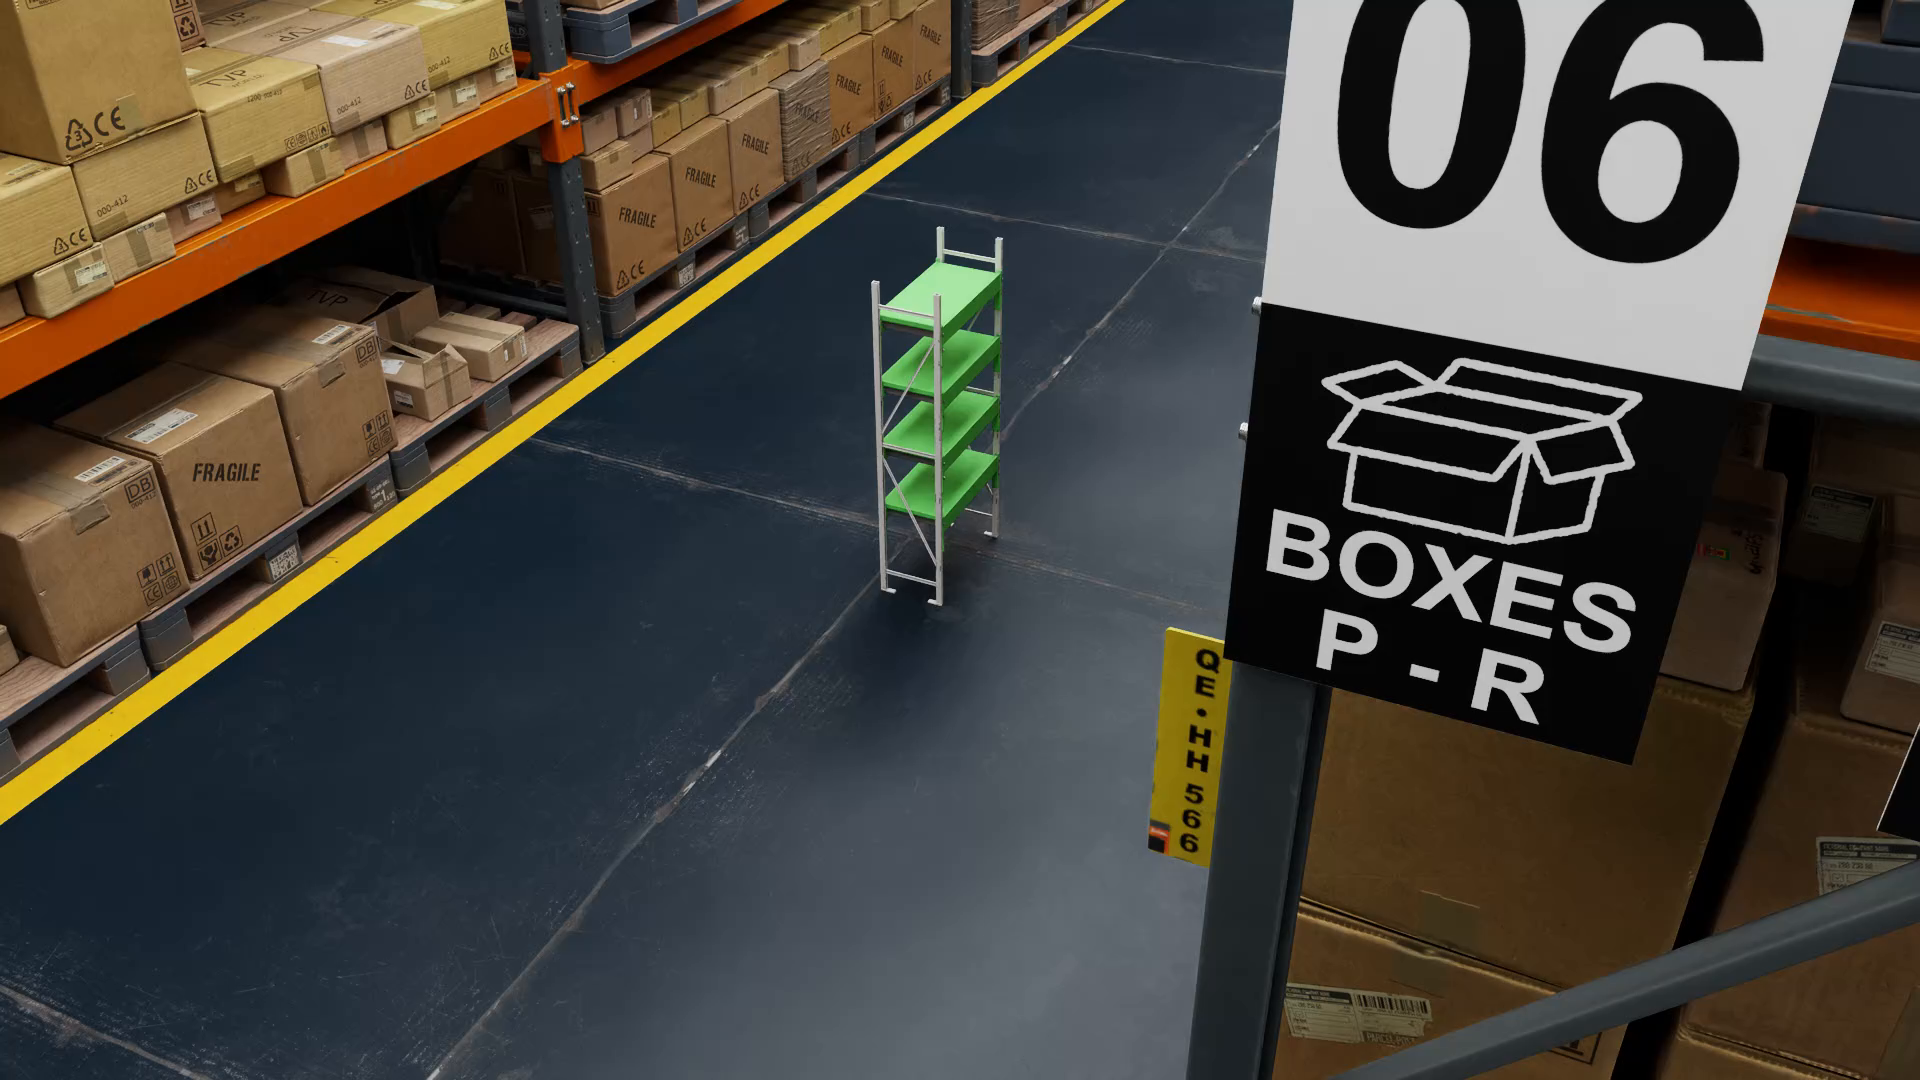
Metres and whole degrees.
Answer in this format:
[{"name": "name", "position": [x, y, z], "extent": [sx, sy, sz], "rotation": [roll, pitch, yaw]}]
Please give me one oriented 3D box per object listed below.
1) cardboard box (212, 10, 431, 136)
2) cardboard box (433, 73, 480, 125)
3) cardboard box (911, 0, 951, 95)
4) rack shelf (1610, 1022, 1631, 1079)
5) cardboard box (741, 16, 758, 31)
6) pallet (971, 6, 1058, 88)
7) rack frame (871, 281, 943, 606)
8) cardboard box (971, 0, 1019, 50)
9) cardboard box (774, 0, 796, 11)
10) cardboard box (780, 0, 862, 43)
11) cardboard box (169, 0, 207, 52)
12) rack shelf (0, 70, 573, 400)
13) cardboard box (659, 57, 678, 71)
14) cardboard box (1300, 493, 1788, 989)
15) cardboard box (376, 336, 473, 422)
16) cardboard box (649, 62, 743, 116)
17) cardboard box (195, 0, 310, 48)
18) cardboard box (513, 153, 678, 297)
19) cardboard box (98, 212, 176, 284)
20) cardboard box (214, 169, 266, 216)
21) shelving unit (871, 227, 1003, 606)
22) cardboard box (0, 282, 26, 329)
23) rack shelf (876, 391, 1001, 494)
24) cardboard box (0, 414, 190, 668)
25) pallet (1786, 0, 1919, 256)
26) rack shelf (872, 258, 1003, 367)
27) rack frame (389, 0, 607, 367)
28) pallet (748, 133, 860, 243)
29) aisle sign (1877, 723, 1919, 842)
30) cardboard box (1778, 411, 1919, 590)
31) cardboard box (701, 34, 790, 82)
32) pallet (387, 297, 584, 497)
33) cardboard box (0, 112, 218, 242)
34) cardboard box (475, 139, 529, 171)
[{"name": "cardboard box", "position": [-2.268, -1.671, 5.929], "extent": [0.500, 0.250, 0.500], "rotation": [14, 36, 21]}, {"name": "cardboard box", "position": [-2.073, -1.716, 6.360], "extent": [0.380, 0.149, 0.250], "rotation": [15, 36, 22]}, {"name": "cardboard box", "position": [-0.388, -3.035, 10.039], "extent": [0.500, 0.500, 0.500], "rotation": [15, 36, 22]}, {"name": "rack shelf", "position": [1.593, 0.262, 3.772], "extent": [1.077, 0.370, 4.000], "rotation": [14, 36, 20]}, {"name": "cardboard box", "position": [-1.338, -2.854, 9.172], "extent": [0.380, 0.149, 0.250], "rotation": [13, 36, 19]}, {"name": "pallet", "position": [-0.027, -3.399, 11.242], "extent": [1.003, 0.211, 1.213], "rotation": [14, 36, 20]}, {"name": "rack frame", "position": [-0.171, -0.298, 5.610], "extent": [0.240, 1.200, 0.015], "rotation": [14, 36, 20]}, {"name": "cardboard box", "position": [-0.133, -3.654, 10.870], "extent": [0.875, 0.625, 0.625], "rotation": [15, 36, 22]}, {"name": "cardboard box", "position": [-1.075, -3.109, 9.561], "extent": [0.380, 0.149, 0.250], "rotation": [15, 36, 21]}, {"name": "cardboard box", "position": [-0.771, -2.877, 9.207], "extent": [0.380, 0.149, 0.250], "rotation": [15, 36, 22]}, {"name": "cardboard box", "position": [-2.945, -1.867, 5.543], "extent": [0.500, 0.500, 0.500], "rotation": [13, 35, 19]}, {"name": "rack shelf", "position": [-2.917, -0.875, 5.505], "extent": [1.077, 0.370, 4.000], "rotation": [14, 36, 20]}, {"name": "cardboard box", "position": [-1.685, -2.478, 8.598], "extent": [0.380, 0.149, 0.250], "rotation": [15, 36, 21]}, {"name": "cardboard box", "position": [0.742, 0.202, 2.203], "extent": [0.500, 0.500, 0.500], "rotation": [15, 36, 22]}, {"name": "cardboard box", "position": [-2.196, -0.682, 6.665], "extent": [0.396, 0.266, 0.258], "rotation": [15, 36, 22]}, {"name": "cardboard box", "position": [-1.305, -2.233, 8.225], "extent": [0.380, 0.149, 0.250], "rotation": [14, 36, 20]}, {"name": "cardboard box", "position": [-2.736, -1.798, 6.122], "extent": [0.500, 0.250, 0.500], "rotation": [14, 36, 20]}, {"name": "cardboard box", "position": [-1.673, -1.492, 7.686], "extent": [0.500, 0.500, 0.500], "rotation": [16, 36, 23]}, {"name": "cardboard box", "position": [-2.691, -0.942, 5.180], "extent": [0.380, 0.149, 0.250], "rotation": [15, 36, 22]}, {"name": "cardboard box", "position": [-2.585, -1.220, 5.604], "extent": [0.380, 0.149, 0.250], "rotation": [15, 36, 21]}, {"name": "shelving unit", "position": [-0.069, -0.419, 5.795], "extent": [0.258, 1.200, 0.503], "rotation": [14, 36, 20]}, {"name": "cardboard box", "position": [-2.957, -0.697, 4.807], "extent": [0.380, 0.149, 0.250], "rotation": [15, 36, 21]}, {"name": "rack shelf", "position": [-0.069, -0.366, 5.830], "extent": [0.258, 0.148, 0.480], "rotation": [14, 36, 20]}, {"name": "cardboard box", "position": [-3.019, -0.010, 5.426], "extent": [0.700, 0.500, 0.500], "rotation": [16, 36, 22]}, {"name": "pallet", "position": [1.057, -0.632, 1.824], "extent": [1.003, 0.211, 1.213], "rotation": [14, 36, 20]}, {"name": "rack shelf", "position": [-0.069, -0.767, 5.567], "extent": [0.258, 0.148, 0.480], "rotation": [14, 36, 20]}, {"name": "rack frame", "position": [-2.080, -2.172, 6.827], "extent": [1.000, 3.000, 0.127], "rotation": [14, 36, 20]}, {"name": "pallet", "position": [-1.265, -2.030, 9.153], "extent": [1.003, 0.211, 1.213], "rotation": [14, 36, 20]}, {"name": "aisle sign", "position": [0.990, -0.028, 1.186], "extent": [0.394, 0.787, 0.004], "rotation": [14, 36, 20]}, {"name": "cardboard box", "position": [1.201, -0.035, 1.973], "extent": [0.380, 0.149, 0.250], "rotation": [15, 36, 22]}, {"name": "cardboard box", "position": [-1.112, -2.497, 8.628], "extent": [0.380, 0.149, 0.250], "rotation": [14, 36, 21]}, {"name": "pallet", "position": [-2.368, -0.664, 7.071], "extent": [1.003, 0.211, 1.213], "rotation": [14, 36, 20]}, {"name": "cardboard box", "position": [-2.705, -1.170, 5.164], "extent": [0.500, 0.250, 0.500], "rotation": [13, 36, 19]}, {"name": "cardboard box", "position": [-2.188, -1.823, 7.600], "extent": [0.380, 0.149, 0.250], "rotation": [13, 35, 19]}]
